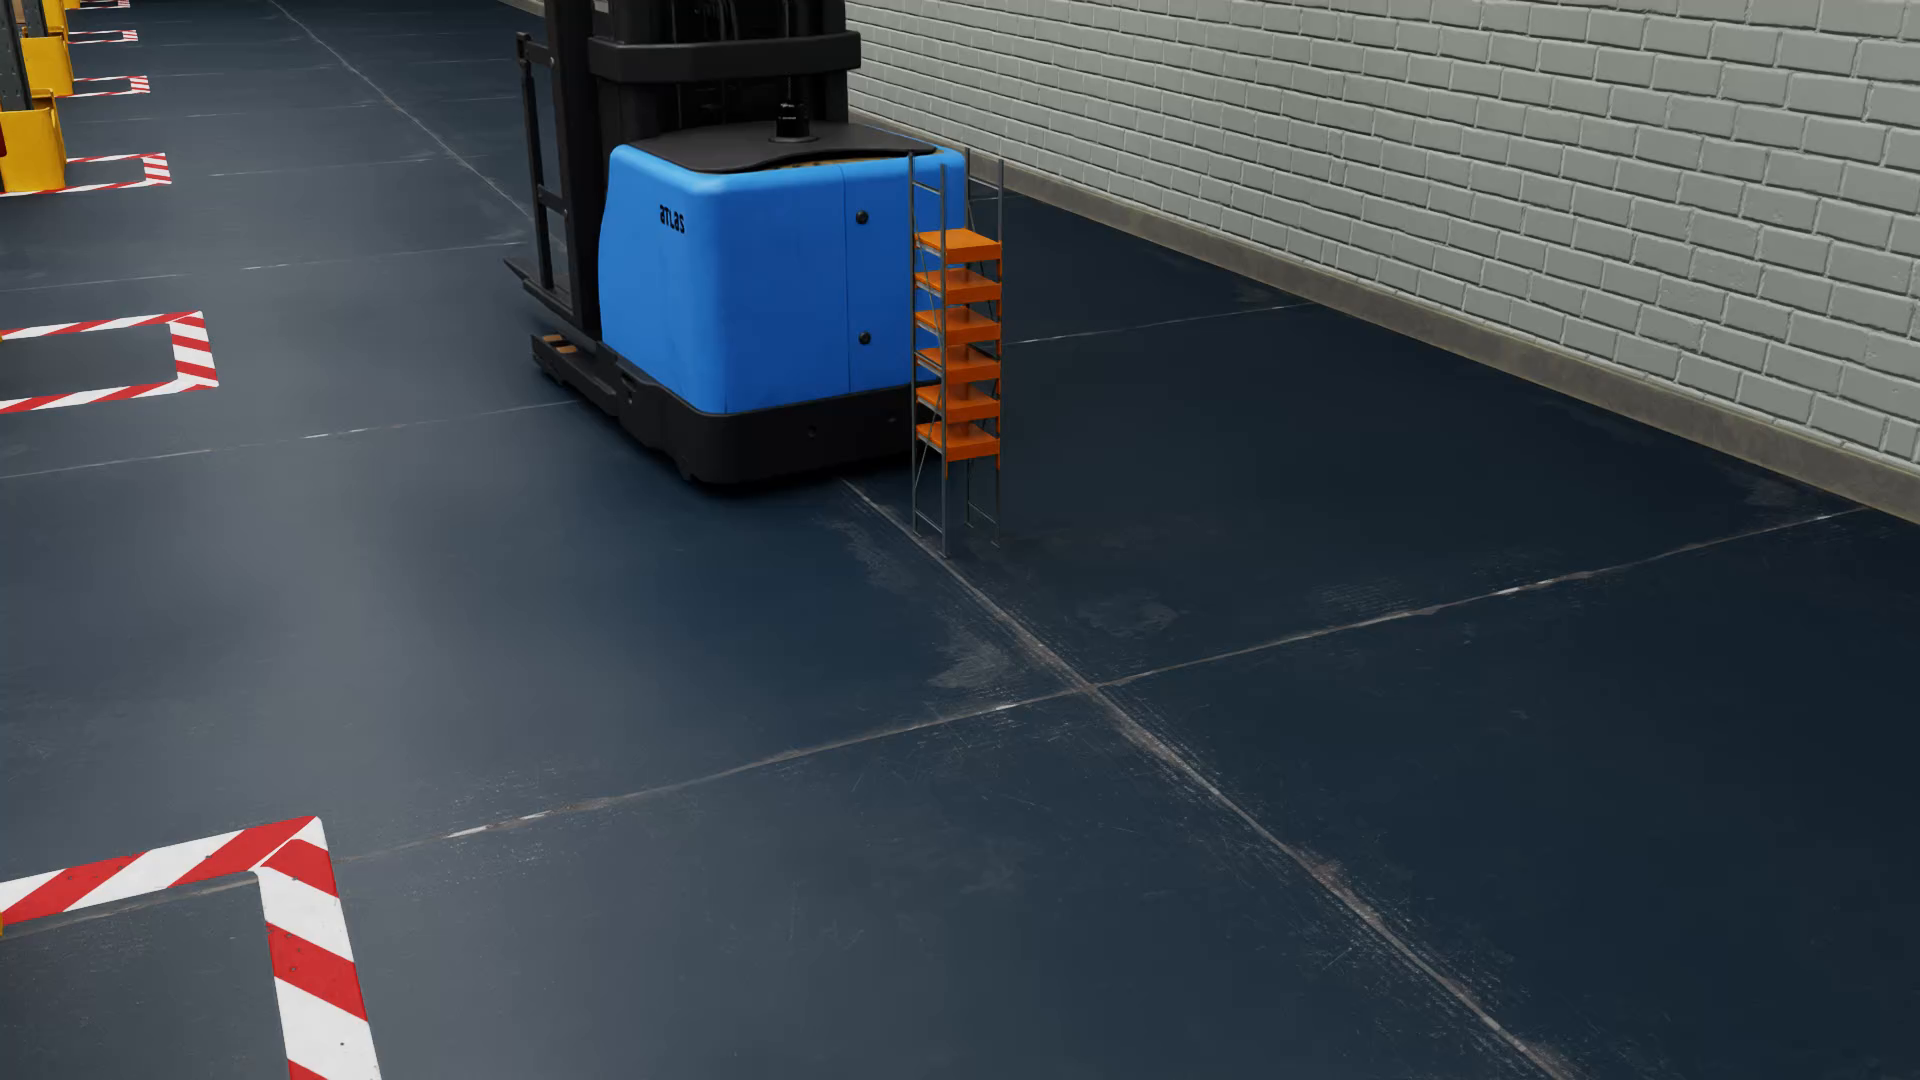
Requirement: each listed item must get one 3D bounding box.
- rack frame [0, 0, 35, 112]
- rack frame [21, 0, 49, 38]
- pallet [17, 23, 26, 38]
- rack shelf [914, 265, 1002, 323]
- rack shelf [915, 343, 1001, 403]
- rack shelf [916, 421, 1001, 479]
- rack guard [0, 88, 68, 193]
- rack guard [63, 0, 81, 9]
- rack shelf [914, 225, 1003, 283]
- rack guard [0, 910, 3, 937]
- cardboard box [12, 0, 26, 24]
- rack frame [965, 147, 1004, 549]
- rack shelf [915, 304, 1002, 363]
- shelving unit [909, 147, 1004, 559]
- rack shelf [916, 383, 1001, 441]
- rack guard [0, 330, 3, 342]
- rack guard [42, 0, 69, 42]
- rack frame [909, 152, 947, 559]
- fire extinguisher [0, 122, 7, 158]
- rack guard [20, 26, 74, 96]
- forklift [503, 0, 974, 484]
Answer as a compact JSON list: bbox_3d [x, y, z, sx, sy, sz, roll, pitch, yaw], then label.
[{"bbox_3d":[-6.195,-3.816,10.546,0.127,3.000,1.000,-10,25,-24],"label":"rack frame"},{"bbox_3d":[-8.344,-5.523,14.670,0.127,3.000,1.000,-10,25,-24],"label":"rack frame"},{"bbox_3d":[-11.275,-5.797,18.978,1.213,0.211,1.003,-10,25,-24],"label":"pallet"},{"bbox_3d":[-0.013,-0.733,4.940,0.180,0.103,0.258,-10,25,-24],"label":"rack shelf"},{"bbox_3d":[-0.013,-0.511,5.032,0.180,0.103,0.258,-10,25,-24],"label":"rack shelf"},{"bbox_3d":[-0.013,-0.289,5.124,0.180,0.103,0.258,-10,25,-24],"label":"rack shelf"},{"bbox_3d":[-6.174,-2.665,11.034,0.348,0.500,1.175,-10,25,-24],"label":"rack guard"},{"bbox_3d":[-12.619,-7.786,23.405,0.348,0.500,1.175,-10,25,-24],"label":"rack guard"},{"bbox_3d":[-0.013,-0.844,4.894,0.180,0.103,0.258,-10,25,-24],"label":"rack shelf"},{"bbox_3d":[-1.876,0.751,2.783,0.348,0.500,1.175,-10,25,-24],"label":"rack guard"},{"bbox_3d":[-10.872,-6.104,18.766,0.500,0.500,0.500,-10,25,-24],"label":"cardboard box"},{"bbox_3d":[0.069,-0.567,5.051,0.006,1.200,0.240,-10,25,-24],"label":"rack frame"},{"bbox_3d":[-0.013,-0.622,4.986,0.180,0.103,0.258,-10,25,-24],"label":"rack shelf"},{"bbox_3d":[-0.013,-0.552,5.015,0.189,1.200,0.258,-10,25,-24],"label":"shelving unit"},{"bbox_3d":[-0.013,-0.400,5.078,0.180,0.103,0.258,-10,25,-24],"label":"rack shelf"},{"bbox_3d":[-4.204,-0.922,6.824,0.348,0.500,1.175,-10,25,-24],"label":"rack guard"},{"bbox_3d":[-10.557,-6.063,19.243,0.348,0.500,1.175,-10,25,-24],"label":"rack guard"},{"bbox_3d":[-0.095,-0.537,4.978,0.006,1.200,0.240,-10,25,-24],"label":"rack frame"},{"bbox_3d":[-3.708,-1.764,6.179,0.183,0.674,0.296,-10,25,-24],"label":"fire extinguisher"},{"bbox_3d":[-8.328,-4.376,15.168,0.348,0.500,1.175,-10,25,-24],"label":"rack guard"},{"bbox_3d":[-1.124,-2.058,6.389,1.130,2.935,3.031,-12,26,-28],"label":"forklift"}]
